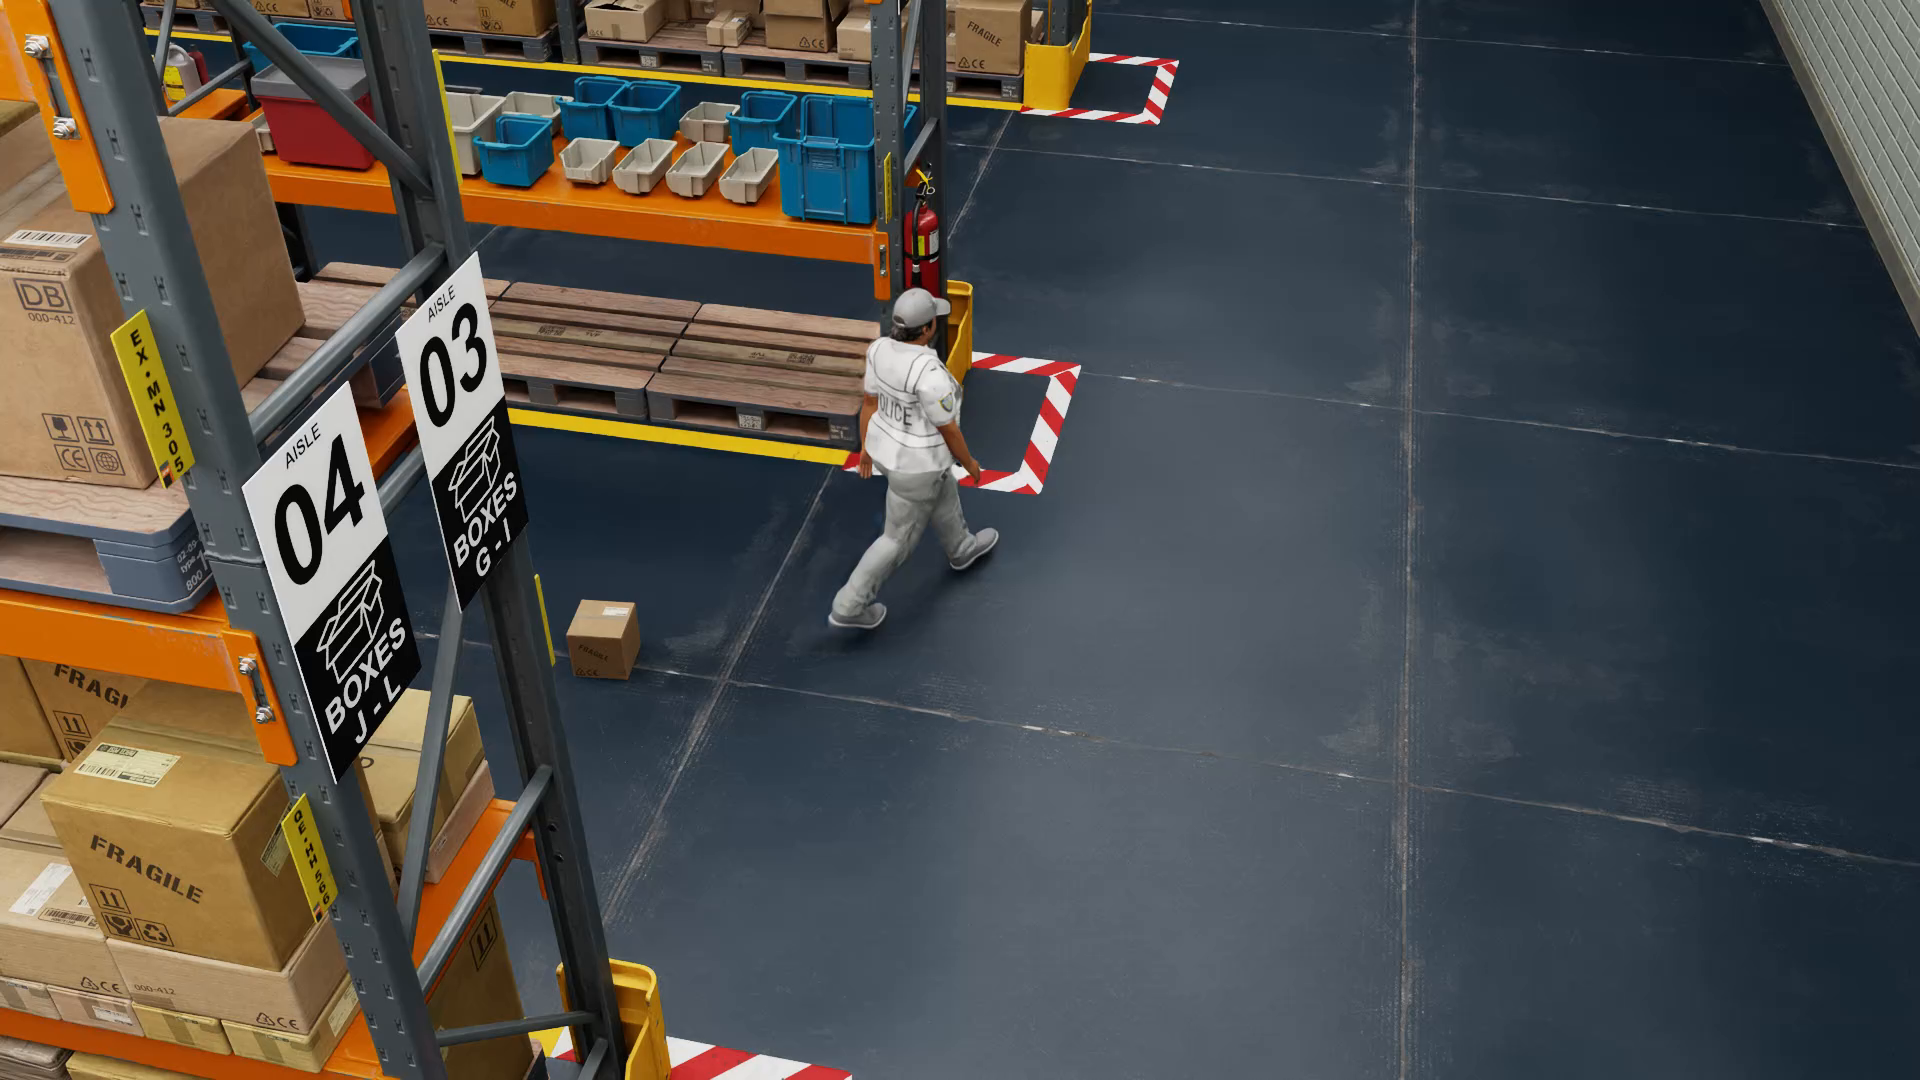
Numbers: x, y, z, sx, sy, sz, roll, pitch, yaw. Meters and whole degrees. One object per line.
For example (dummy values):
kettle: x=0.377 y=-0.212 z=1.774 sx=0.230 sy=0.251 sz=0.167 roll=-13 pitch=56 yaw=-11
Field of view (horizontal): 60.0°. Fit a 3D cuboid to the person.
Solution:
person: x=-0.203 y=-0.389 z=7.494 sx=1.065 sy=1.611 sz=0.481 roll=-21 pitch=42 yaw=-26
